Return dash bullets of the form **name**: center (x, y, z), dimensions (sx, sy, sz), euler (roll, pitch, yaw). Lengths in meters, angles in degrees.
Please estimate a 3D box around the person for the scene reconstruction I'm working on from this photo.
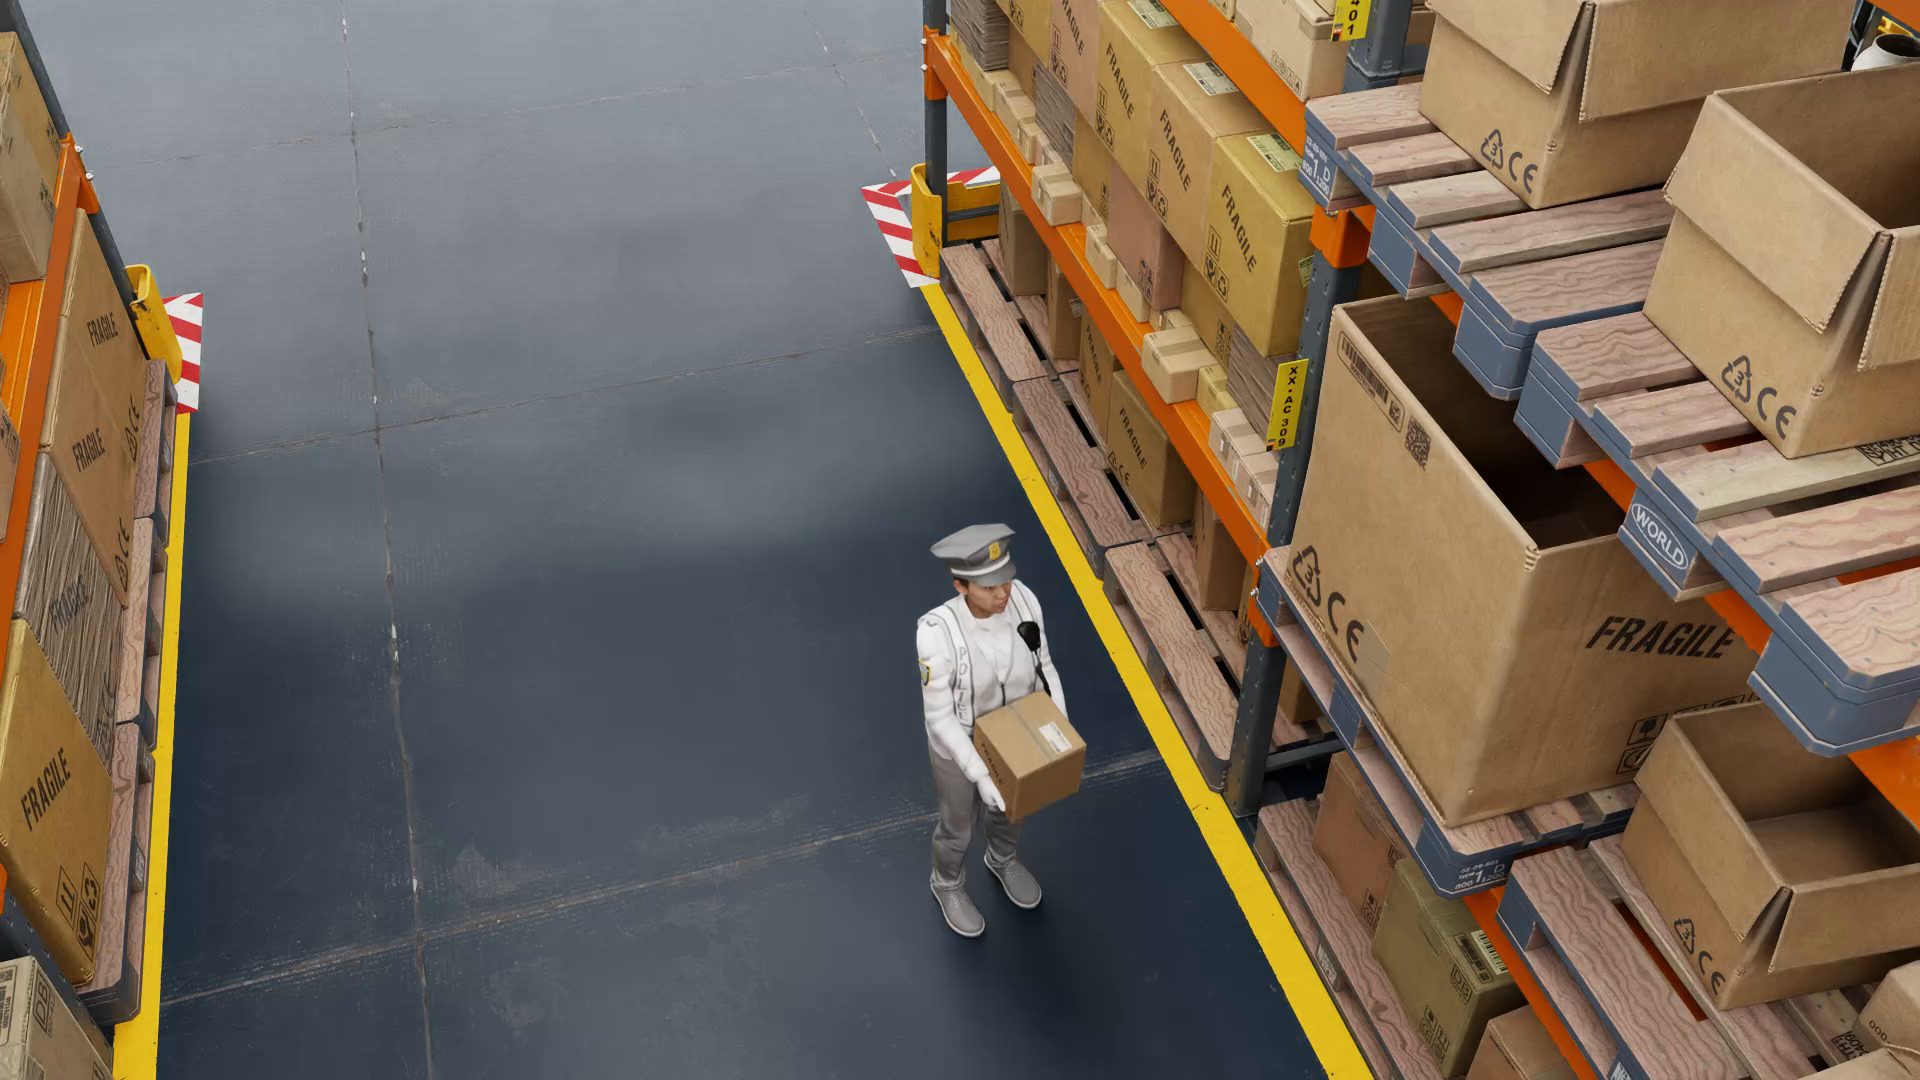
- **person**: center (0.113, 0.675, 5.403), dimensions (0.461, 1.687, 0.562), euler (-22, 47, -22)
